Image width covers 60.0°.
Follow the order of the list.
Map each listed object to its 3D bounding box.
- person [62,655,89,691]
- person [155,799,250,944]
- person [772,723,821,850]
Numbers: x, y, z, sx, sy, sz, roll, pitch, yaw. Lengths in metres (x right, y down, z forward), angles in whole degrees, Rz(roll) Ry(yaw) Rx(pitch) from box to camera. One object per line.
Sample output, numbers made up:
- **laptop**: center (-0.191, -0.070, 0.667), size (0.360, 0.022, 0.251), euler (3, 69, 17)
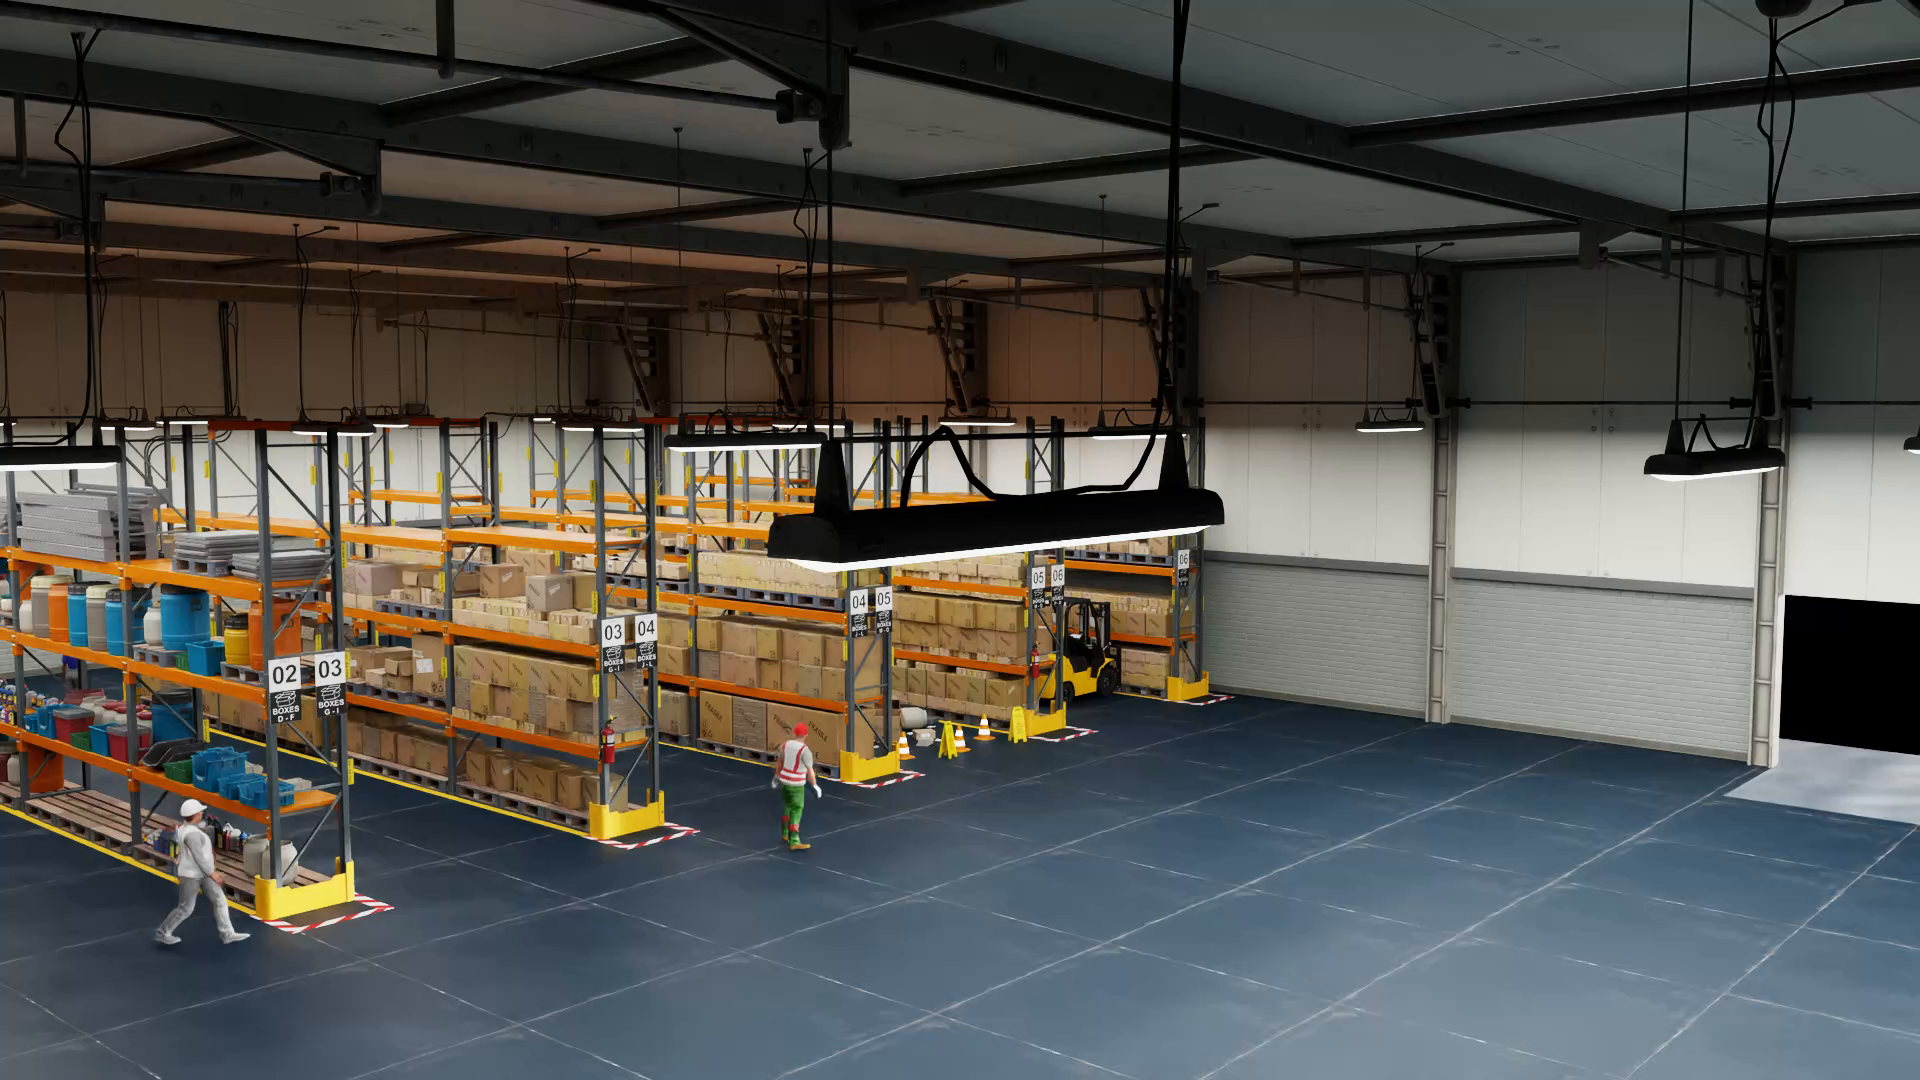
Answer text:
- **person**: center (-17.614, 2.768, 33.069), size (0.541, 1.701, 0.346), euler (1, 5, 6)
- **person**: center (-8.838, 3.867, 19.301), size (1.009, 1.737, 0.488), euler (0, 5, 2)
- **person**: center (-2.346, 3.490, 23.701), size (0.486, 1.809, 0.706), euler (-5, 7, -44)
